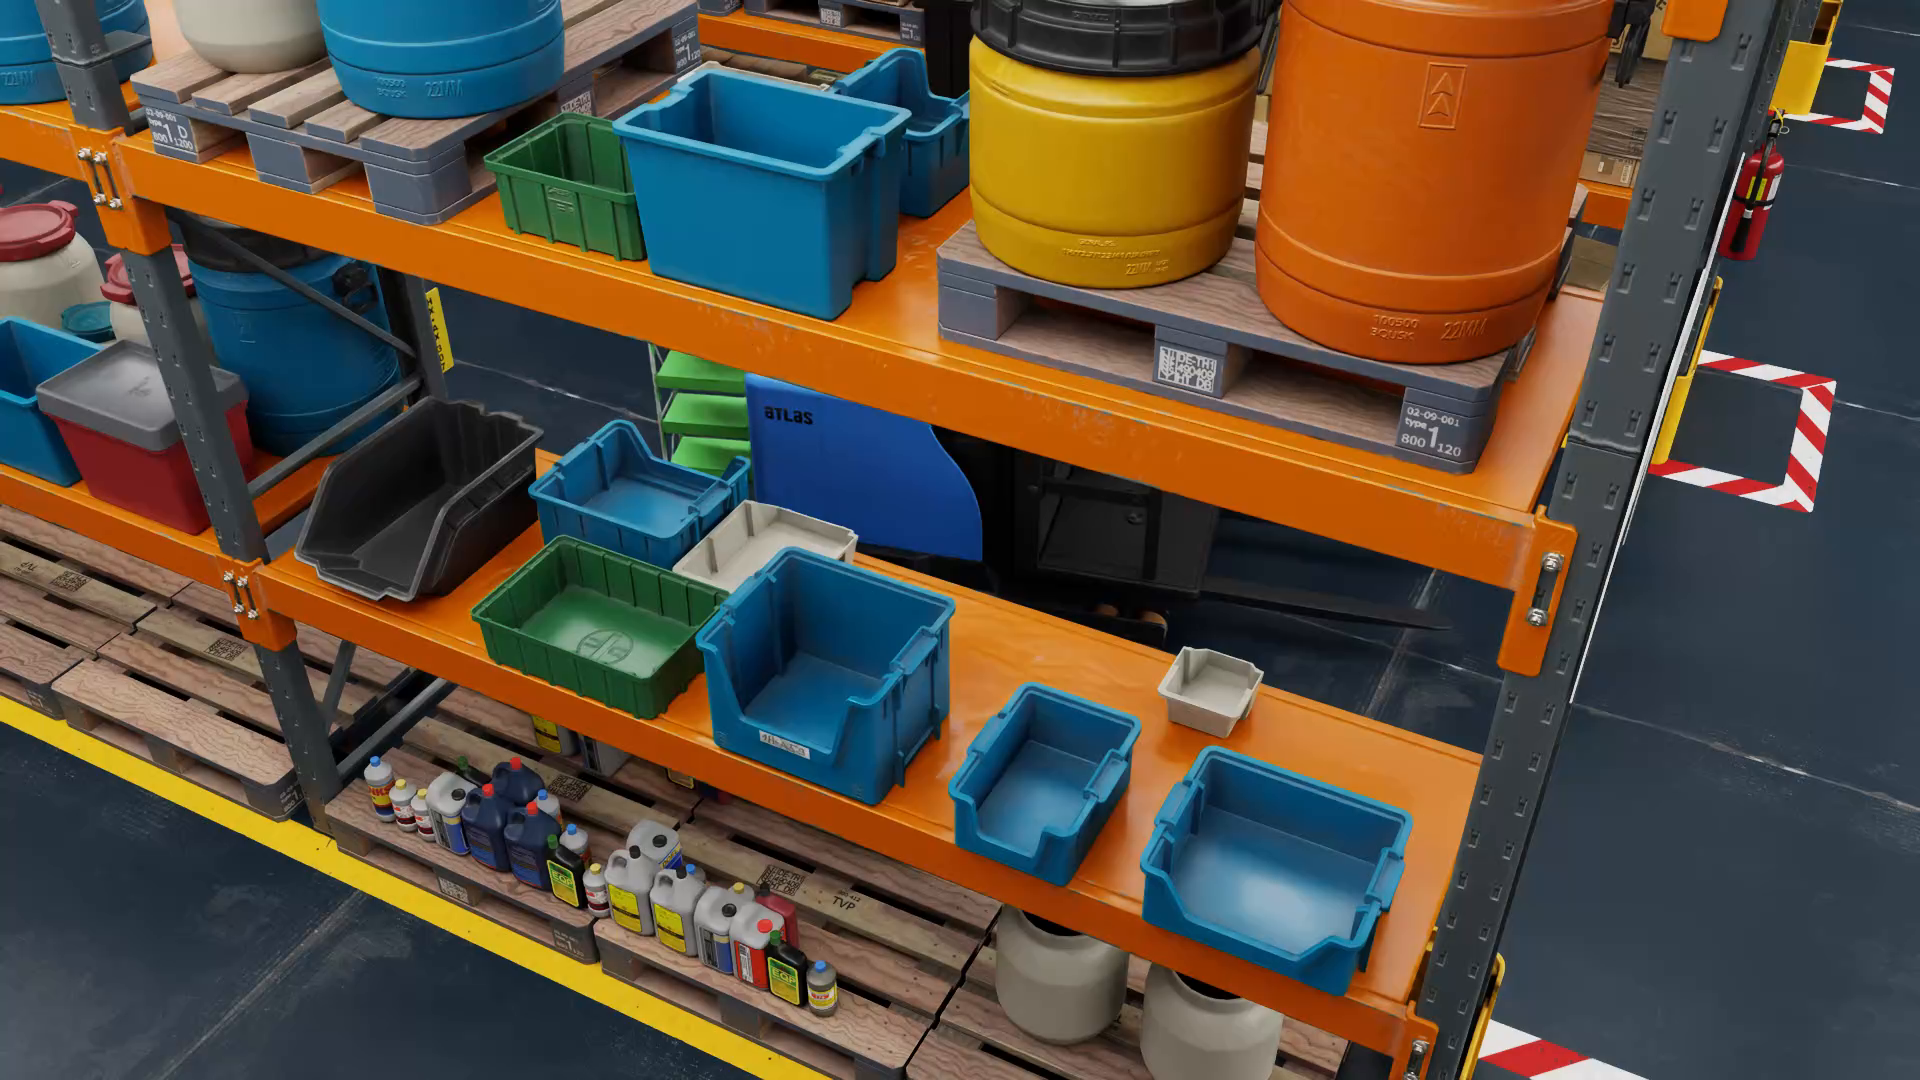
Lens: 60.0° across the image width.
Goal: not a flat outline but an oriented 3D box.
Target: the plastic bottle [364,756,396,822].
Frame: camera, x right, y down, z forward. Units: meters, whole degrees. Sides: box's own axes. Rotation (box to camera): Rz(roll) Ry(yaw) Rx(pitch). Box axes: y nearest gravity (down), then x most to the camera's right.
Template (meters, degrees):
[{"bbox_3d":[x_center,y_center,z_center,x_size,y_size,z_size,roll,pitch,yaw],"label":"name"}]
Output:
[{"bbox_3d":[-2.081,0.887,5.993,0.097,0.271,0.097,0,37,0],"label":"plastic bottle"}]

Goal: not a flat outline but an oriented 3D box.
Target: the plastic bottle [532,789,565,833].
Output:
[{"bbox_3d":[-1.453,0.986,5.863,0.097,0.271,0.097,0,37,0],"label":"plastic bottle"}]

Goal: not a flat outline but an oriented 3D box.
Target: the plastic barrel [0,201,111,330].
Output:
[{"bbox_3d":[-3.563,-0.990,6.461,0.433,0.535,0.433,0,37,0],"label":"plastic barrel"}]

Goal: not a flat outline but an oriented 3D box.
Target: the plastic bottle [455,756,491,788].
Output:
[{"bbox_3d":[-1.733,0.900,5.966,0.133,0.283,0.061,17,41,21],"label":"plastic bottle"}]

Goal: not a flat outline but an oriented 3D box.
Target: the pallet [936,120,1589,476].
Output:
[{"bbox_3d":[0.700,-0.638,3.785,1.213,0.211,1.003,17,41,21],"label":"pallet"}]

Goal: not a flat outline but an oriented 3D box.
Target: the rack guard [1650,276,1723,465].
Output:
[{"bbox_3d":[3.599,-0.921,8.549,0.348,0.500,1.175,17,41,21],"label":"rack guard"}]

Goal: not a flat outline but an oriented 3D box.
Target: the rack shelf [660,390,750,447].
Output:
[{"bbox_3d":[-1.090,-0.536,7.569,0.480,0.148,0.258,5,38,6],"label":"rack shelf"}]

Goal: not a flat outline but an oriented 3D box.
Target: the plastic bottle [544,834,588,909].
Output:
[{"bbox_3d":[-1.342,1.126,5.668,0.133,0.283,0.061,19,41,23],"label":"plastic bottle"}]

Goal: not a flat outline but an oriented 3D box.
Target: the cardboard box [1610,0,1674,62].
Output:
[{"bbox_3d":[3.065,-2.472,7.370,0.500,0.500,0.500,17,41,21],"label":"cardboard box"}]

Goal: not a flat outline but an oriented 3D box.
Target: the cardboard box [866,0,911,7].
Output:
[{"bbox_3d":[-0.526,-3.710,9.313,1.000,1.000,1.000,18,41,22],"label":"cardboard box"}]

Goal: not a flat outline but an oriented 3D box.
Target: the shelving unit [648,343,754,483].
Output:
[{"bbox_3d":[-1.090,-0.587,7.530,0.503,1.200,0.258,5,38,6],"label":"shelving unit"}]

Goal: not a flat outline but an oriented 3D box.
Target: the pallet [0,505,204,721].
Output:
[{"bbox_3d":[-3.965,0.226,7.277,1.213,0.211,1.003,17,41,21],"label":"pallet"}]

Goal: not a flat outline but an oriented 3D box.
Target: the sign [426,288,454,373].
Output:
[{"bbox_3d":[-1.900,-0.751,6.029,0.005,0.325,0.100,17,41,21],"label":"sign"}]

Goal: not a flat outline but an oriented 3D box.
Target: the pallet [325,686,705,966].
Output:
[{"bbox_3d":[-1.586,0.972,6.296,1.213,0.211,1.003,17,41,21],"label":"pallet"}]

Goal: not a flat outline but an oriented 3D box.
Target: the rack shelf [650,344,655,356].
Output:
[{"bbox_3d":[-1.090,-0.918,7.279,0.480,0.148,0.258,5,38,6],"label":"rack shelf"}]

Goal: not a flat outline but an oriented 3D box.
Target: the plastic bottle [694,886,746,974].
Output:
[{"bbox_3d":[-0.778,1.275,5.478,0.135,0.276,0.152,16,40,20],"label":"plastic bottle"}]

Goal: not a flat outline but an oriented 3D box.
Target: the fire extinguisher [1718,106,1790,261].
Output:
[{"bbox_3d":[3.557,-1.585,7.421,0.183,0.674,0.296,17,41,21],"label":"fire extinguisher"}]

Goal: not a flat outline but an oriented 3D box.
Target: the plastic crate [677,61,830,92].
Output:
[{"bbox_3d":[-0.552,-1.209,4.599,0.396,0.136,0.243,17,41,21],"label":"plastic crate"}]

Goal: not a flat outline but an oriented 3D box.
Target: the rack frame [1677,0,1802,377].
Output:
[{"bbox_3d":[3.667,-1.895,7.766,0.127,3.000,1.000,17,41,21],"label":"rack frame"}]

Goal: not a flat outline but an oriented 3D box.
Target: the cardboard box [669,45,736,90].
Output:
[{"bbox_3d":[-1.828,-2.822,10.691,0.500,0.500,0.700,21,42,25],"label":"cardboard box"}]

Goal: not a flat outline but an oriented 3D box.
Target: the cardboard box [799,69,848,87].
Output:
[{"bbox_3d":[-0.835,-2.512,10.282,0.500,0.500,0.700,17,40,21],"label":"cardboard box"}]

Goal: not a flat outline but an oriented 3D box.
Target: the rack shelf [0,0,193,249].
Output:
[{"bbox_3d":[-3.939,-1.813,5.771,4.000,0.370,1.077,17,41,21],"label":"rack shelf"}]

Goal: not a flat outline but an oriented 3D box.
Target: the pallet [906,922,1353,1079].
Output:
[{"bbox_3d":[0.581,1.650,5.402,1.213,0.211,1.003,17,41,21],"label":"pallet"}]

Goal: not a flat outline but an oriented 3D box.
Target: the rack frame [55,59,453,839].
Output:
[{"bbox_3d":[-2.163,-0.348,5.728,0.127,3.000,1.000,17,41,21],"label":"rack frame"}]

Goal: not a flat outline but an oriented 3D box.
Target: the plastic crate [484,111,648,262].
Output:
[{"bbox_3d":[-0.887,-0.874,4.115,0.450,0.188,0.336,17,41,21],"label":"plastic crate"}]

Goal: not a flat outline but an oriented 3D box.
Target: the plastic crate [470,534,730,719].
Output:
[{"bbox_3d":[-1.087,0.265,5.095,0.662,0.188,0.450,17,41,21],"label":"plastic crate"}]

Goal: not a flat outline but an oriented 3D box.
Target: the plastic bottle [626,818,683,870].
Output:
[{"bbox_3d":[-1.046,1.093,5.718,0.135,0.276,0.152,17,41,21],"label":"plastic bottle"}]

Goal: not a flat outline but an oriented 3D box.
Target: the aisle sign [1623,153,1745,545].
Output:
[{"bbox_3d":[1.588,-0.409,3.658,0.004,0.787,0.394,17,41,21],"label":"aisle sign"}]

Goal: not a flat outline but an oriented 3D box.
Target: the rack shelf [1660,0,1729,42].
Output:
[{"bbox_3d":[-0.387,-1.736,3.520,4.000,0.370,1.077,17,41,21],"label":"rack shelf"}]

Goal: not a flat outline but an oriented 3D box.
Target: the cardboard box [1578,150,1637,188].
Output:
[{"bbox_3d":[3.097,-1.833,7.892,0.250,0.149,0.380,17,41,21],"label":"cardboard box"}]

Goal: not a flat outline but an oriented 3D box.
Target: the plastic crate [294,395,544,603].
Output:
[{"bbox_3d":[-1.756,-0.110,5.465,0.504,0.338,0.767,17,41,21],"label":"plastic crate"}]

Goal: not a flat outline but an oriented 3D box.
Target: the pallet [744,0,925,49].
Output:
[{"bbox_3d":[-0.497,-3.222,9.672,1.213,0.211,1.003,17,41,21],"label":"pallet"}]

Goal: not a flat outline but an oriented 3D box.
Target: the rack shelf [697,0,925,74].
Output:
[{"bbox_3d":[-1.661,-3.277,10.181,4.000,0.370,1.077,17,41,21],"label":"rack shelf"}]

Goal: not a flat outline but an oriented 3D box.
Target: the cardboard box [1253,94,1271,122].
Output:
[{"bbox_3d":[1.506,-2.276,8.476,0.250,0.149,0.380,17,41,21],"label":"cardboard box"}]

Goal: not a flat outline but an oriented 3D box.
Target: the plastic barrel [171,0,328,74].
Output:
[{"bbox_3d":[-1.871,-1.530,4.364,0.421,0.512,0.421,0,37,0],"label":"plastic barrel"}]

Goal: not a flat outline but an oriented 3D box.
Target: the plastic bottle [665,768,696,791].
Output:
[{"bbox_3d":[-1.025,0.788,6.114,0.133,0.283,0.061,17,41,21],"label":"plastic bottle"}]

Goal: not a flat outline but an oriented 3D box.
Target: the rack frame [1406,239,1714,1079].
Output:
[{"bbox_3d":[1.389,0.764,4.263,0.127,3.000,1.000,17,41,21],"label":"rack frame"}]

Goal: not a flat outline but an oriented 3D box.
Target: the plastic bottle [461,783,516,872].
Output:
[{"bbox_3d":[-1.637,0.979,5.807,0.185,0.351,0.144,18,41,23],"label":"plastic bottle"}]

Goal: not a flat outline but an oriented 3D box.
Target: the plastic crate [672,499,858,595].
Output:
[{"bbox_3d":[-0.604,0.072,5.392,0.437,0.136,0.530,17,41,21],"label":"plastic crate"}]

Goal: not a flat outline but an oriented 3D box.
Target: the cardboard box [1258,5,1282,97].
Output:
[{"bbox_3d":[1.829,-2.603,8.370,0.500,0.500,0.875,17,41,21],"label":"cardboard box"}]

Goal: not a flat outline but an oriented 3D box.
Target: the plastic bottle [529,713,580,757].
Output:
[{"bbox_3d":[-1.525,0.633,6.262,0.185,0.351,0.144,17,41,21],"label":"plastic bottle"}]

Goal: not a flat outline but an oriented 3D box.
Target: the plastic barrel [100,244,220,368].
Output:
[{"bbox_3d":[-2.911,-0.786,6.192,0.433,0.535,0.433,0,37,0],"label":"plastic barrel"}]

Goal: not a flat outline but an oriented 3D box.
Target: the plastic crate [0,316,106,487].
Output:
[{"bbox_3d":[-3.285,-0.482,5.917,0.575,0.384,0.392,17,41,21],"label":"plastic crate"}]

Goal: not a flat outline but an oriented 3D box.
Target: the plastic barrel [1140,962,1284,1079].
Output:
[{"bbox_3d":[0.770,1.446,5.075,0.421,0.512,0.421,0,37,0],"label":"plastic barrel"}]

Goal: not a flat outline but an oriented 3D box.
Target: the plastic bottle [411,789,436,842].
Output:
[{"bbox_3d":[-1.901,0.972,5.940,0.097,0.201,0.097,0,37,0],"label":"plastic bottle"}]

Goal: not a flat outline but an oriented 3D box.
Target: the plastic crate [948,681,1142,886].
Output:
[{"bbox_3d":[0.233,0.661,4.521,0.408,0.251,0.499,17,41,21],"label":"plastic crate"}]

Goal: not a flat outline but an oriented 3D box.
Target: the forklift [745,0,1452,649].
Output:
[{"bbox_3d":[0.661,-1.053,6.714,3.031,2.935,1.130,9,38,12],"label":"forklift"}]

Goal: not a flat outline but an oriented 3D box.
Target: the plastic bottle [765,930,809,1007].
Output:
[{"bbox_3d":[-0.555,1.373,5.344,0.133,0.283,0.061,18,41,23],"label":"plastic bottle"}]

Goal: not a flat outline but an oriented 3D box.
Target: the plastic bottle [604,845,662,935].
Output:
[{"bbox_3d":[-1.092,1.150,5.582,0.185,0.351,0.144,17,40,21],"label":"plastic bottle"}]

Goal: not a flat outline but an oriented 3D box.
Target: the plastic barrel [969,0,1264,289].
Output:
[{"bbox_3d":[0.318,-0.922,3.500,0.600,0.588,0.600,0,37,0],"label":"plastic barrel"}]

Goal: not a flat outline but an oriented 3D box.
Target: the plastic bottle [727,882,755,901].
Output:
[{"bbox_3d":[-0.737,1.232,5.596,0.097,0.201,0.097,0,37,0],"label":"plastic bottle"}]

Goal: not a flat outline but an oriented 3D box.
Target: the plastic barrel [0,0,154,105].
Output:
[{"bbox_3d":[-2.714,-1.768,4.702,0.708,0.901,0.600,17,41,21],"label":"plastic barrel"}]

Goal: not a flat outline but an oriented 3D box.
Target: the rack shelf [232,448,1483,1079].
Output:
[{"bbox_3d":[-0.387,0.494,5.213,4.000,0.370,1.077,17,41,21],"label":"rack shelf"}]
